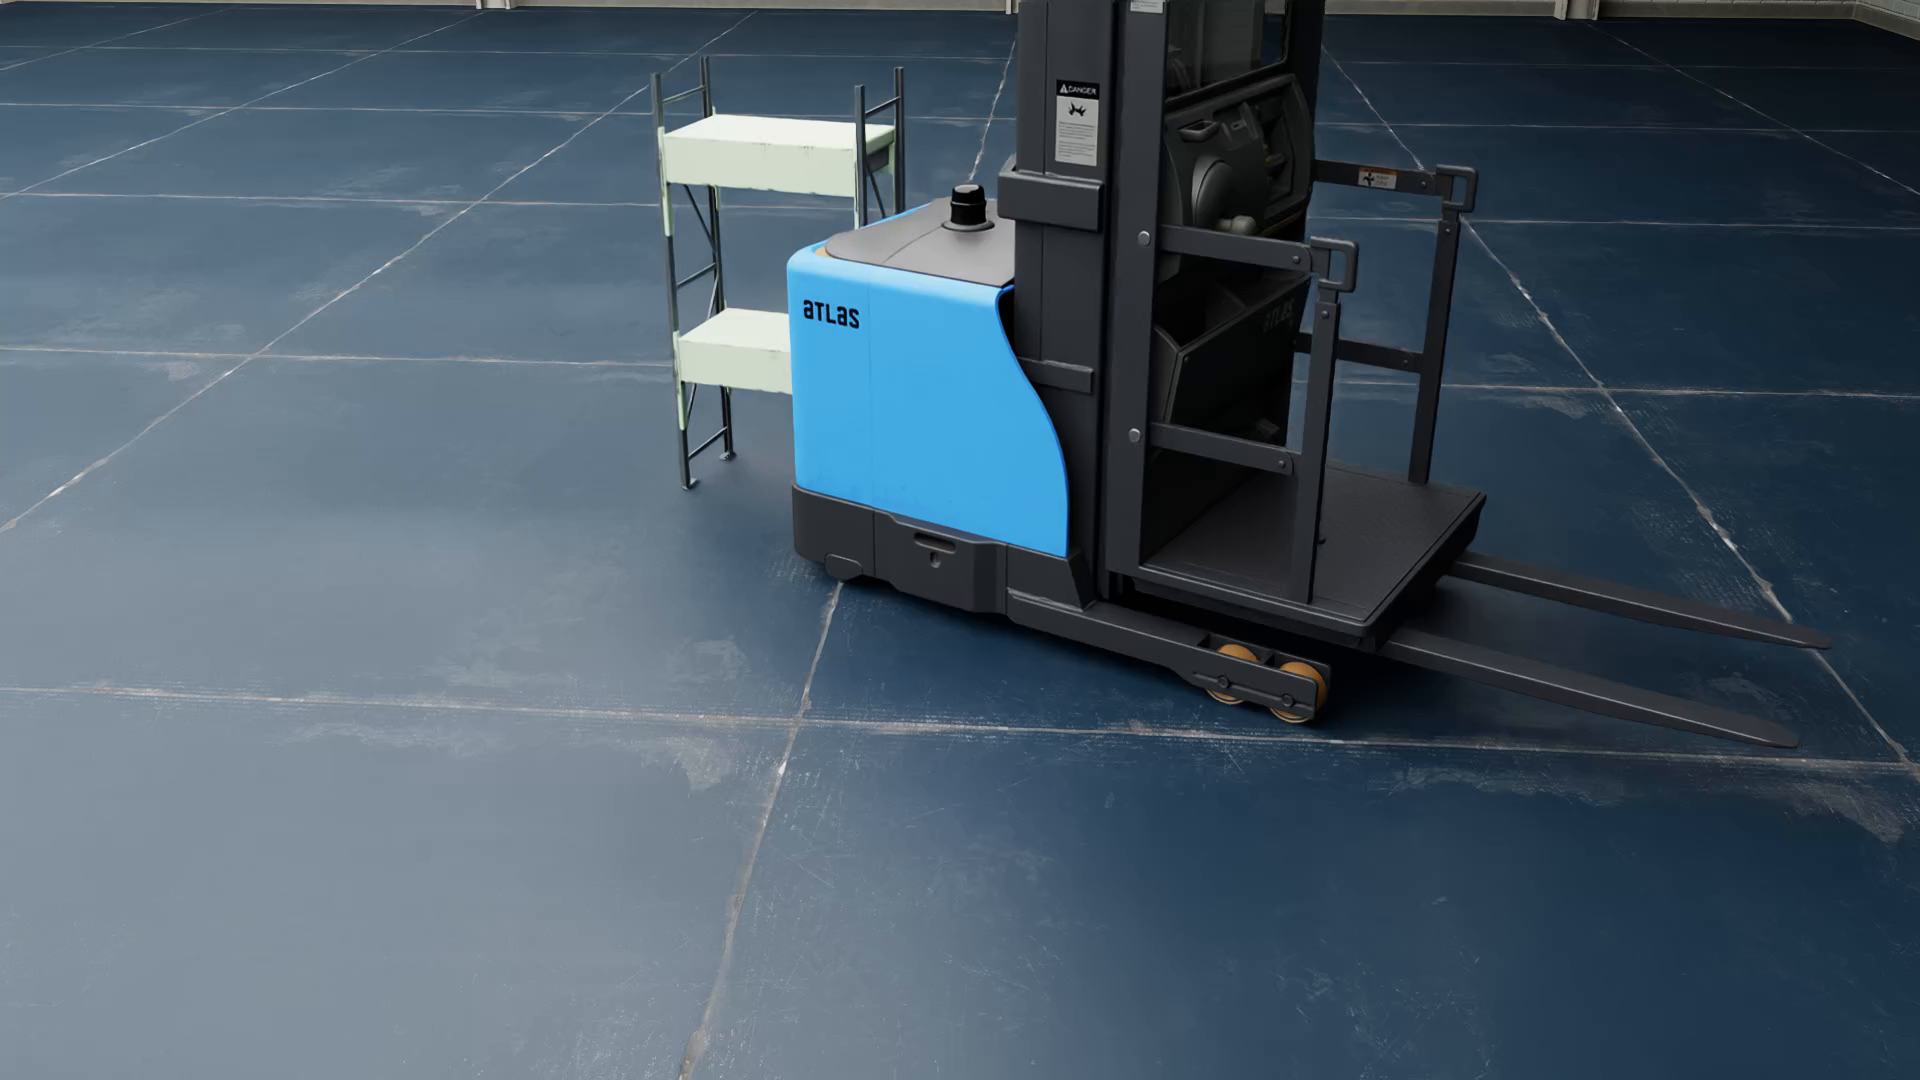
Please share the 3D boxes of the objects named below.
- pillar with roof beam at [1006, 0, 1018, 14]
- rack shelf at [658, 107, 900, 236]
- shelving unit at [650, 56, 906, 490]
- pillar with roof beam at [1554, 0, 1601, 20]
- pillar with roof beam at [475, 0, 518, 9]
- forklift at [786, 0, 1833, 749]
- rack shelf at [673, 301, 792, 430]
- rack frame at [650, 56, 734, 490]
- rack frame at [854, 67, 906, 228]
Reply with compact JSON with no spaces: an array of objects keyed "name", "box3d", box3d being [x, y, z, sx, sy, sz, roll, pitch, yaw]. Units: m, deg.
[{"name":"pillar with roof beam","box3d":[0.388,-8.173,12.746,0.400,9.000,9.100,2,25,4]},{"name":"rack shelf","box3d":[-0.612,-1.253,5.746,0.720,0.370,0.431,8,26,17]},{"name":"shelving unit","box3d":[-0.612,-0.899,5.909,0.755,1.500,0.431,8,26,17]},{"name":"pillar with roof beam","box3d":[6.371,-7.981,12.329,0.400,9.000,9.100,2,25,4]},{"name":"pillar with roof beam","box3d":[-5.594,-8.365,13.163,0.400,9.000,9.100,2,25,4]},{"name":"forklift","box3d":[0.968,-1.074,4.578,3.031,2.935,1.130,15,29,29]},{"name":"rack shelf","box3d":[-0.612,-0.603,6.045,0.720,0.370,0.431,8,26,17]},{"name":"rack frame","box3d":[-0.959,-0.947,6.015,0.023,1.500,0.400,8,26,17]},{"name":"rack frame","box3d":[-0.265,-0.850,5.803,0.023,1.500,0.400,8,26,17]}]
